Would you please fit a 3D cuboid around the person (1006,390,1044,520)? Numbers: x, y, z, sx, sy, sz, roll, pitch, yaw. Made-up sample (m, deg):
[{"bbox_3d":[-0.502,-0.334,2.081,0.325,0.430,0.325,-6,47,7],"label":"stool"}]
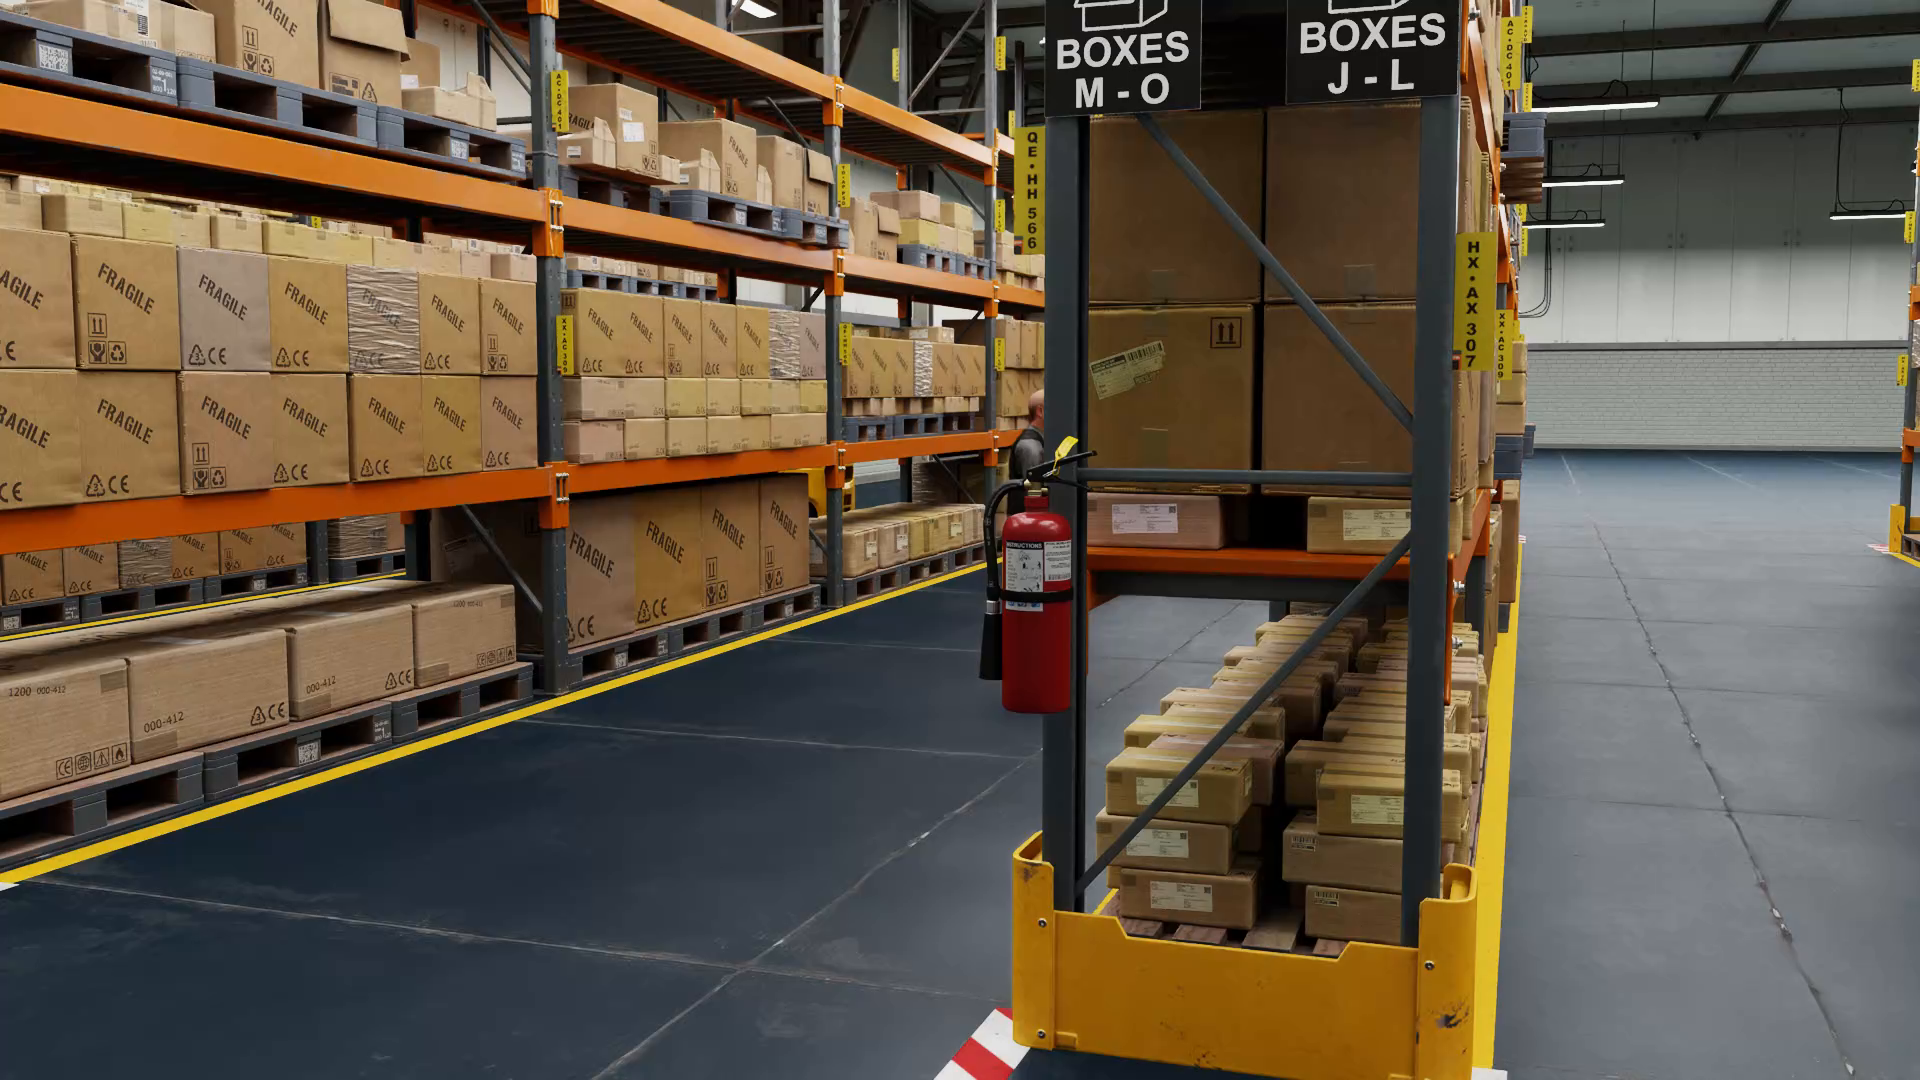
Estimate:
[{"bbox_3d":[0.518,-0.018,9.783,0.482,1.728,0.544,2,5,18],"label":"person"}]
